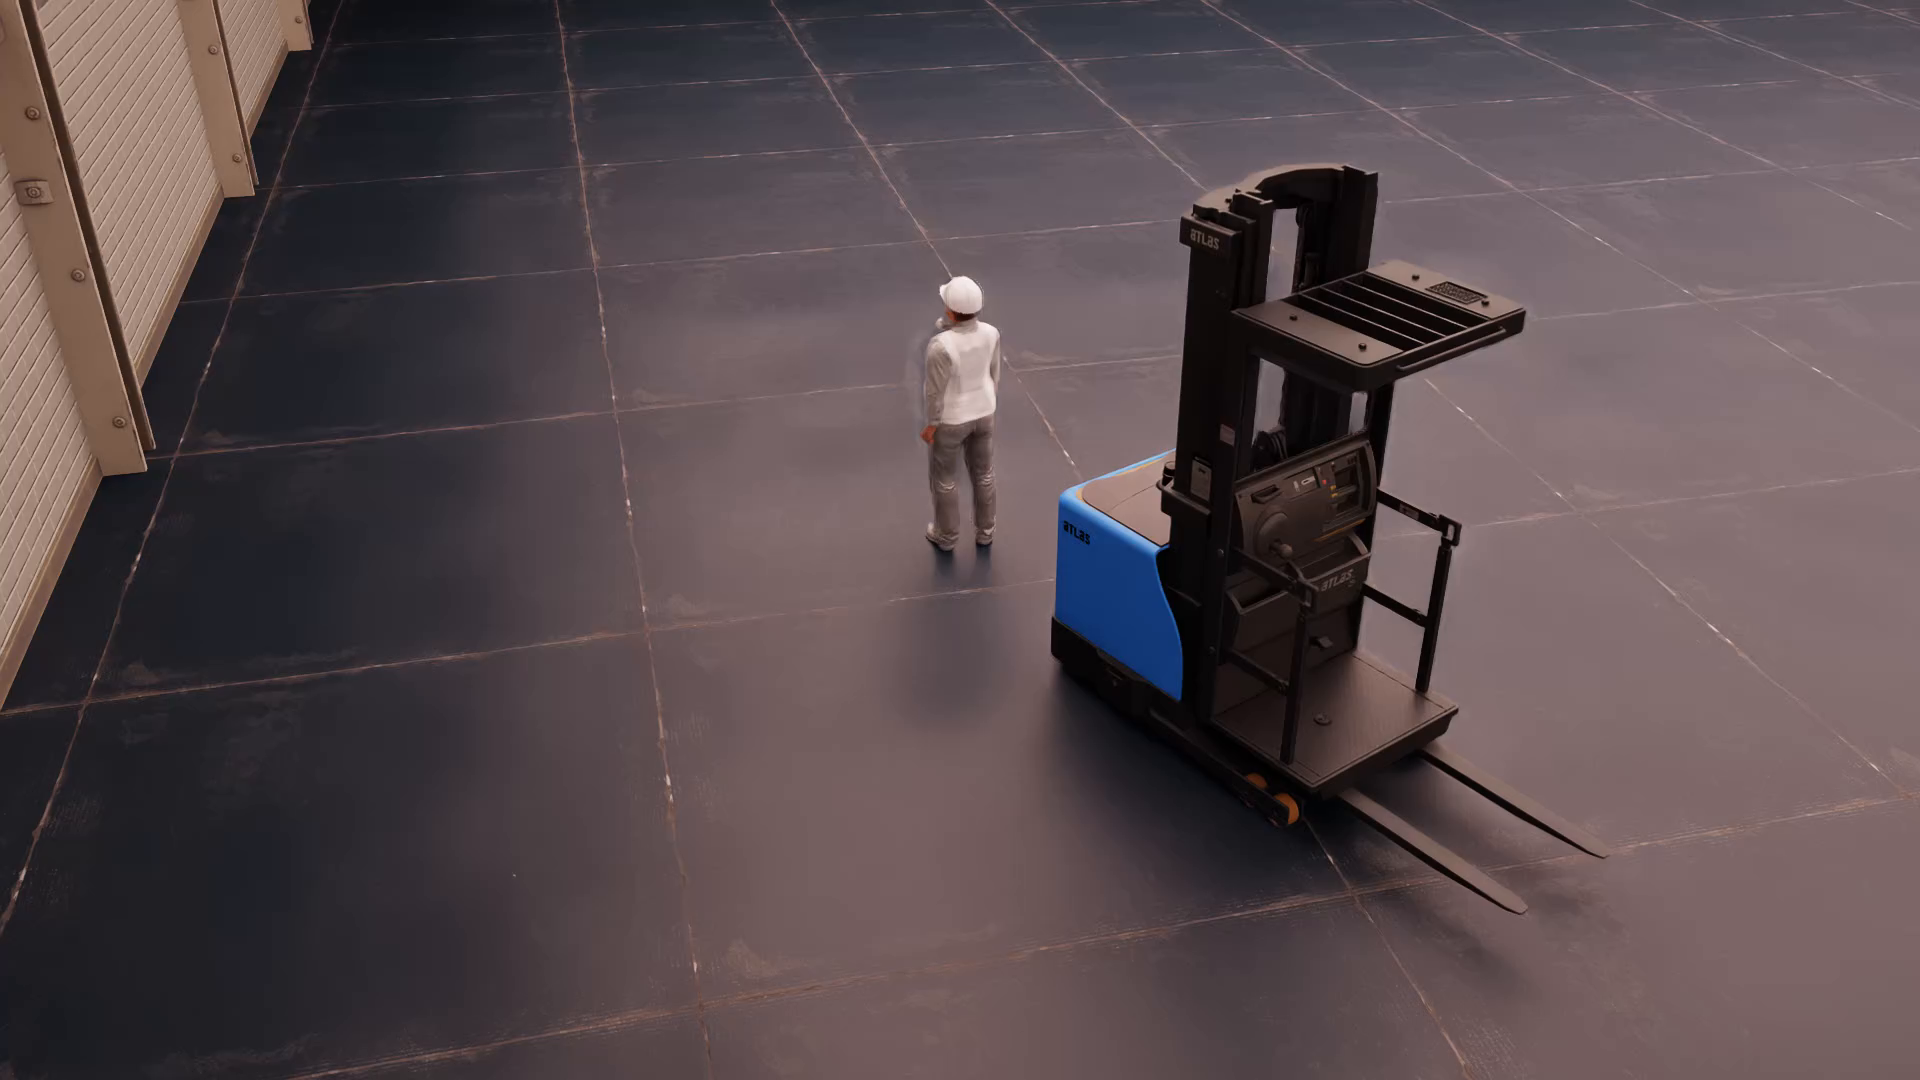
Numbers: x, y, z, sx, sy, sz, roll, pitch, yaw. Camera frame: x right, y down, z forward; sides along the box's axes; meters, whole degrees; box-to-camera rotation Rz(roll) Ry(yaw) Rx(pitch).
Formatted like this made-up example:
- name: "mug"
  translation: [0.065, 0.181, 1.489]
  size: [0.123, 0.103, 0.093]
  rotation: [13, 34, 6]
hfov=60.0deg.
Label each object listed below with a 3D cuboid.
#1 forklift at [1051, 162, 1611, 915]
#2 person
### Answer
- name: "forklift"
  translation: [1.795, -0.151, 7.836]
  size: [1.130, 2.935, 3.031]
  rotation: [-21, 36, -31]
- name: "person"
  translation: [-0.019, -0.771, 10.067]
  size: [0.542, 1.772, 0.408]
  rotation: [-20, 36, -31]
